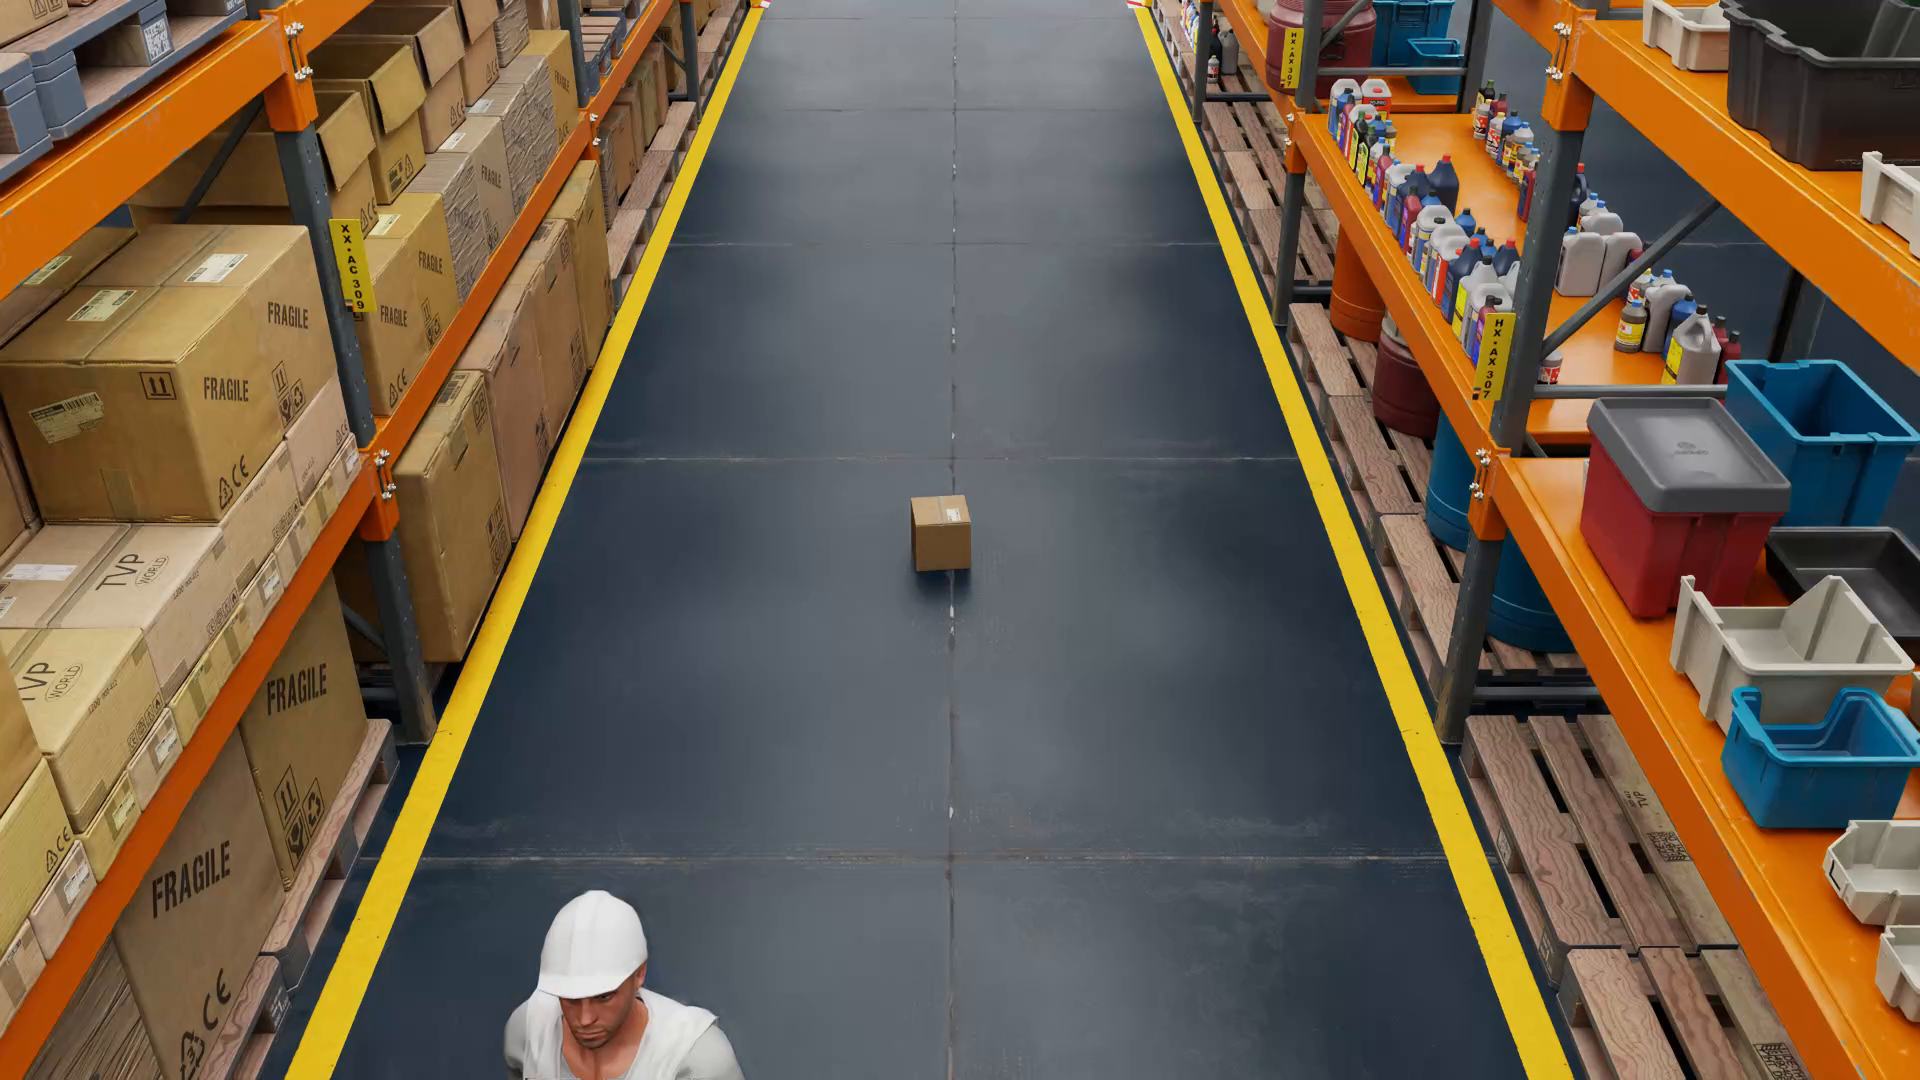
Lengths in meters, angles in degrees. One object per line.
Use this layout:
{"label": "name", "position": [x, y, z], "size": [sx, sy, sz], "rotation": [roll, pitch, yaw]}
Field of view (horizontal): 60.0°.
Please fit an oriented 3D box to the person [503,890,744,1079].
{"label": "person", "position": [-0.734, 1.522, 3.559], "size": [0.578, 1.788, 0.467], "rotation": [7, 32, 11]}
